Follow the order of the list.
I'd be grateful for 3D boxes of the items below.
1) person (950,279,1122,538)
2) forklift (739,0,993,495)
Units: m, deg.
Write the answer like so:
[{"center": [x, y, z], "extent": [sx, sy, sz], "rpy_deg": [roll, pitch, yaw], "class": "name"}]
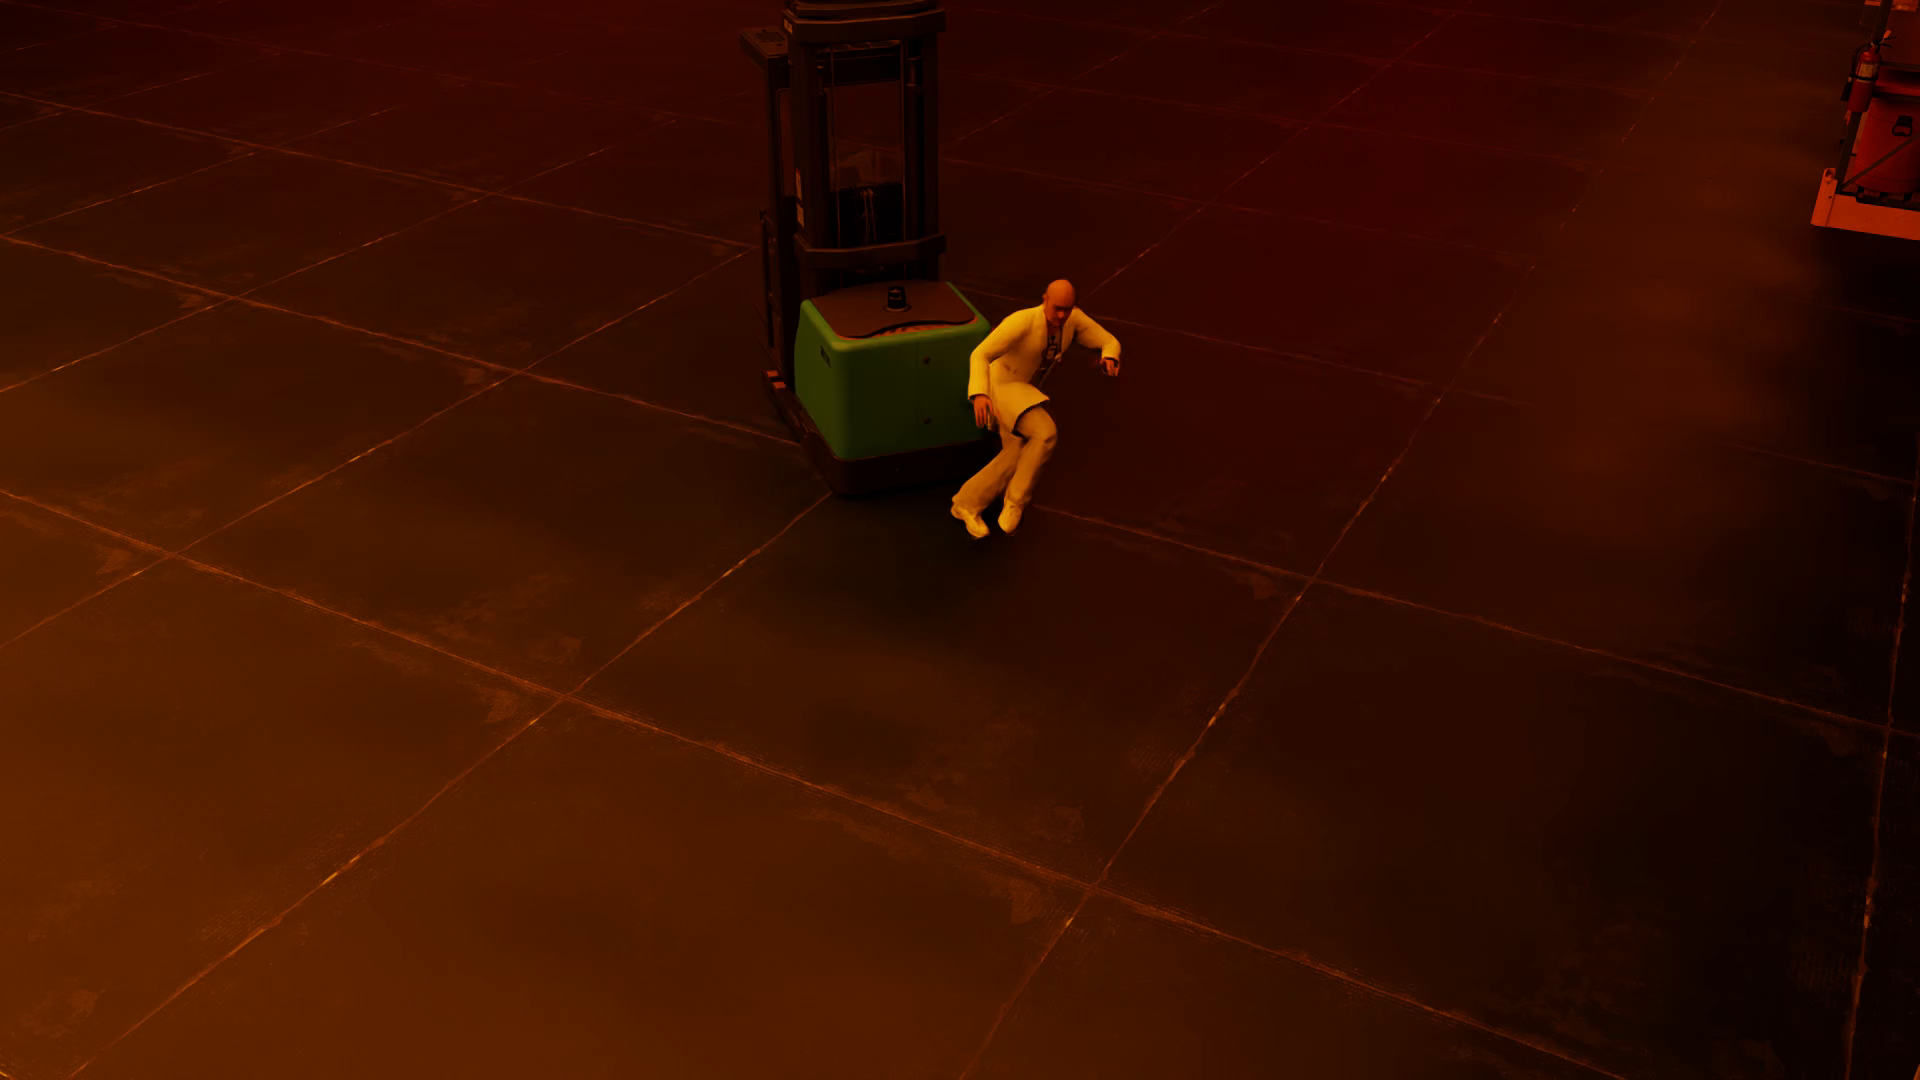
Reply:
[{"center": [0.459, -0.777, 9.831], "extent": [0.906, 1.545, 1.033], "rpy_deg": [24, 38, 35], "class": "person"}, {"center": [-0.767, -2.274, 11.012], "extent": [1.130, 2.935, 3.031], "rpy_deg": [-10, 32, -17], "class": "forklift"}]
